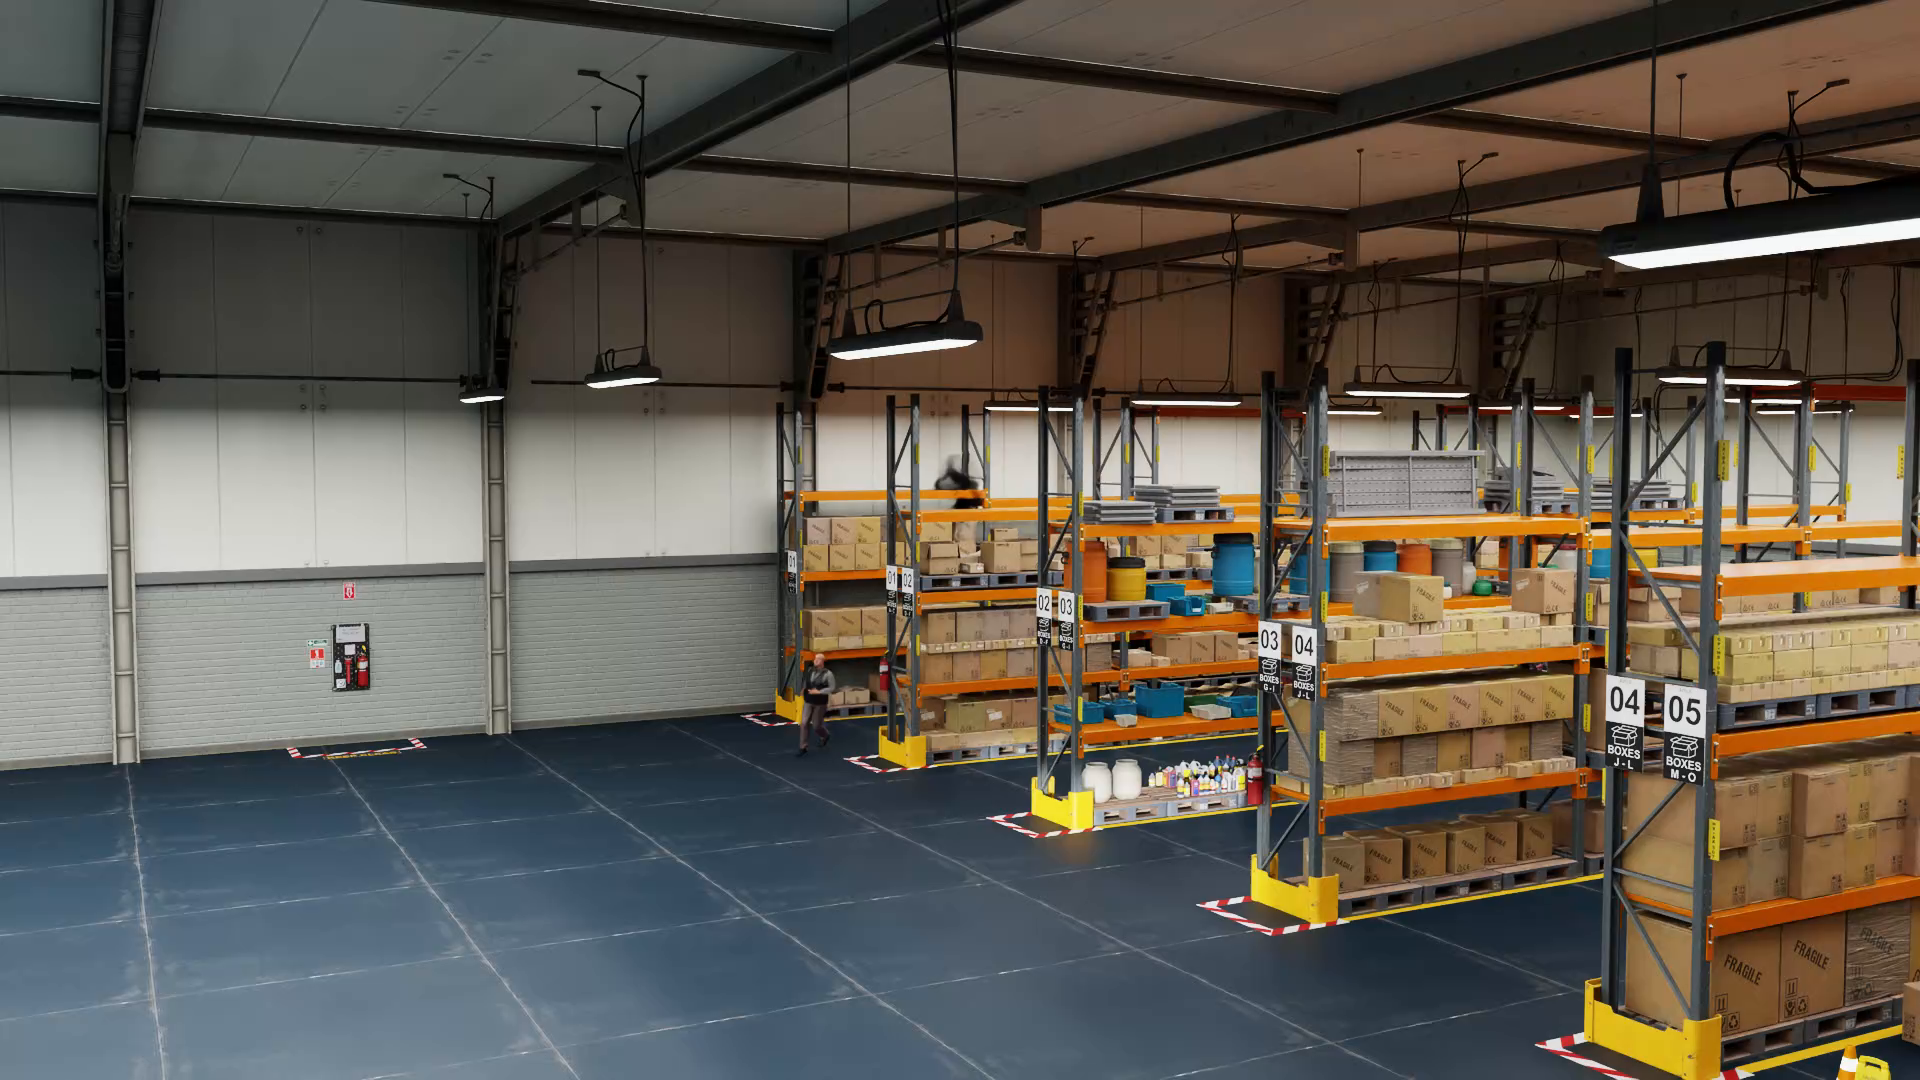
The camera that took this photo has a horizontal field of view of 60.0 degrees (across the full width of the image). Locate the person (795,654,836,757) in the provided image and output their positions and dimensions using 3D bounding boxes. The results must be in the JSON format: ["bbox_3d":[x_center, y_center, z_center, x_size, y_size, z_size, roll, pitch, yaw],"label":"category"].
[{"bbox_3d":[-2.361,2.752,27.885,0.690,1.717,0.866,2,4,30],"label":"person"}]
